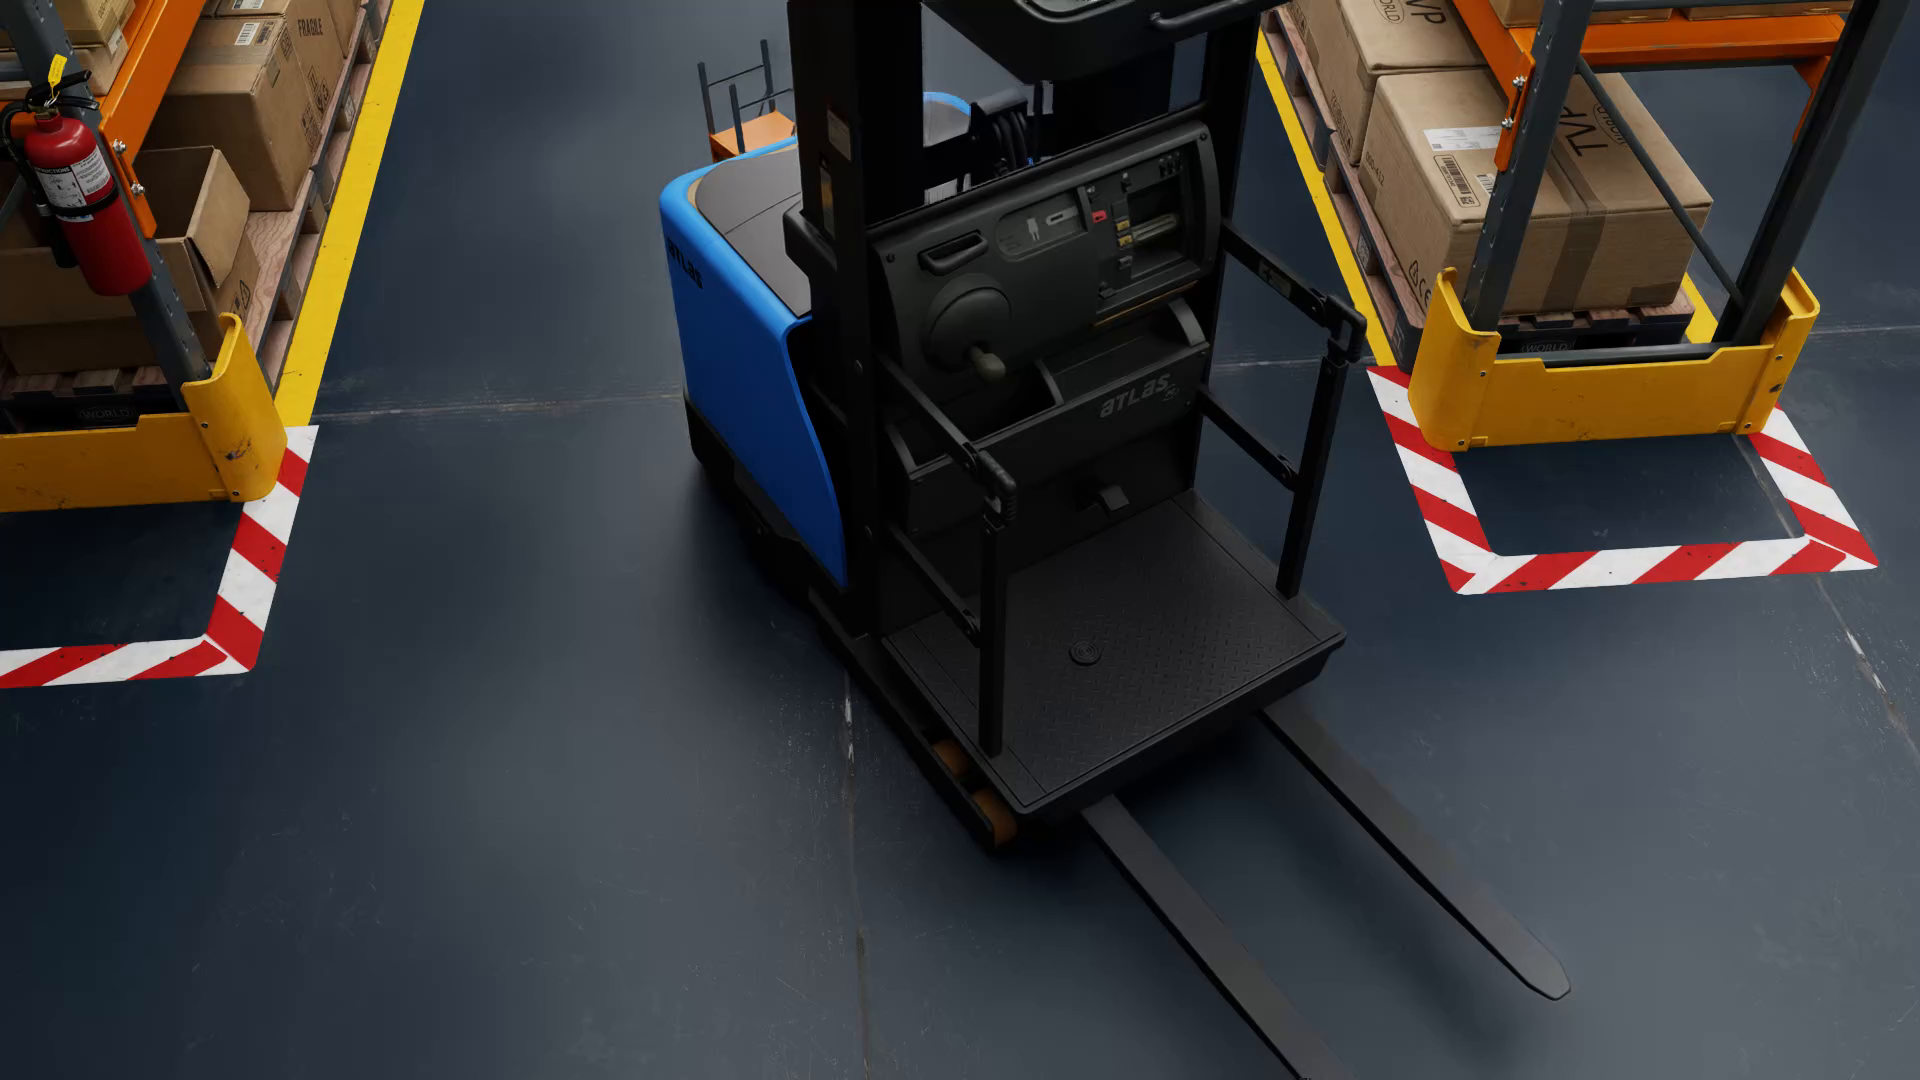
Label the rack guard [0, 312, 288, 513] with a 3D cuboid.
[{"bbox_3d":[-2.824,-0.389,5.274,1.175,0.500,0.348,-3,47,-3],"label":"rack guard"}]

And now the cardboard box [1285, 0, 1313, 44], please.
[{"bbox_3d":[1.815,-2.547,7.072,0.875,0.438,0.875,-5,47,-4],"label":"cardboard box"}]

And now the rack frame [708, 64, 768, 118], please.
[{"bbox_3d":[-0.658,-1.031,5.402,0.228,1.046,0.002,-28,48,-24],"label":"rack frame"}]

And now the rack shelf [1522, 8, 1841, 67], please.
[{"bbox_3d":[4.423,-4.580,4.622,5.869,4.714,3.910,-3,47,-3],"label":"rack shelf"}]

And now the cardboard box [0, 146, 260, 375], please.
[{"bbox_3d":[-2.774,-0.928,5.493,0.797,0.503,0.637,-5,47,-5],"label":"cardboard box"}]

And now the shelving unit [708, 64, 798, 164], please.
[{"bbox_3d":[-0.604,-0.984,5.348,0.258,1.046,0.183,-28,48,-24],"label":"shelving unit"}]

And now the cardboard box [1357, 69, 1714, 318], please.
[{"bbox_3d":[1.974,-1.233,5.827,0.875,0.438,0.875,-5,47,-5],"label":"cardboard box"}]

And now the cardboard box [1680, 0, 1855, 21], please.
[{"bbox_3d":[2.374,-1.897,4.912,0.500,0.500,0.500,-4,47,-4],"label":"cardboard box"}]

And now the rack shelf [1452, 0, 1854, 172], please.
[{"bbox_3d":[1.961,-2.698,6.235,1.077,0.370,4.000,-3,47,-3],"label":"rack shelf"}]

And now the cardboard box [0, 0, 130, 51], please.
[{"bbox_3d":[-2.587,-1.589,4.588,0.500,0.250,0.500,-3,47,-3],"label":"cardboard box"}]

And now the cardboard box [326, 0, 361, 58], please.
[{"bbox_3d":[-2.894,-2.299,6.794,0.700,0.500,0.500,-5,47,-5],"label":"cardboard box"}]

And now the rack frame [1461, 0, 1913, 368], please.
[{"bbox_3d":[2.128,-1.498,4.603,1.000,3.000,0.127,-3,47,-3],"label":"rack frame"}]

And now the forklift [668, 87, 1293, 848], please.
[{"bbox_3d":[14.511,-5.975,4.710,29.840,9.000,10.637,-25,52,-22],"label":"forklift"}]

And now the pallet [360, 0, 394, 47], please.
[{"bbox_3d":[-3.096,-2.632,7.598,1.003,0.211,1.213,-3,47,-3],"label":"pallet"}]

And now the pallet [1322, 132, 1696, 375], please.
[{"bbox_3d":[1.984,-1.113,6.159,1.003,0.211,1.213,-3,47,-3],"label":"pallet"}]

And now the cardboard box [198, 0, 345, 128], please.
[{"bbox_3d":[-2.752,-1.936,6.450,0.500,0.500,0.500,-3,47,-3],"label":"cardboard box"}]

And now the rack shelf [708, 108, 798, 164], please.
[{"bbox_3d":[-0.617,-1.213,5.132,0.258,0.103,0.180,-28,48,-24],"label":"rack shelf"}]

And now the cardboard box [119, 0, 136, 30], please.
[{"bbox_3d":[-2.639,-1.543,4.819,0.380,0.149,0.250,-2,47,-2],"label":"cardboard box"}]

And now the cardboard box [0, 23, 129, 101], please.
[{"bbox_3d":[-2.572,-1.362,4.647,0.380,0.149,0.250,-4,47,-4],"label":"cardboard box"}]
